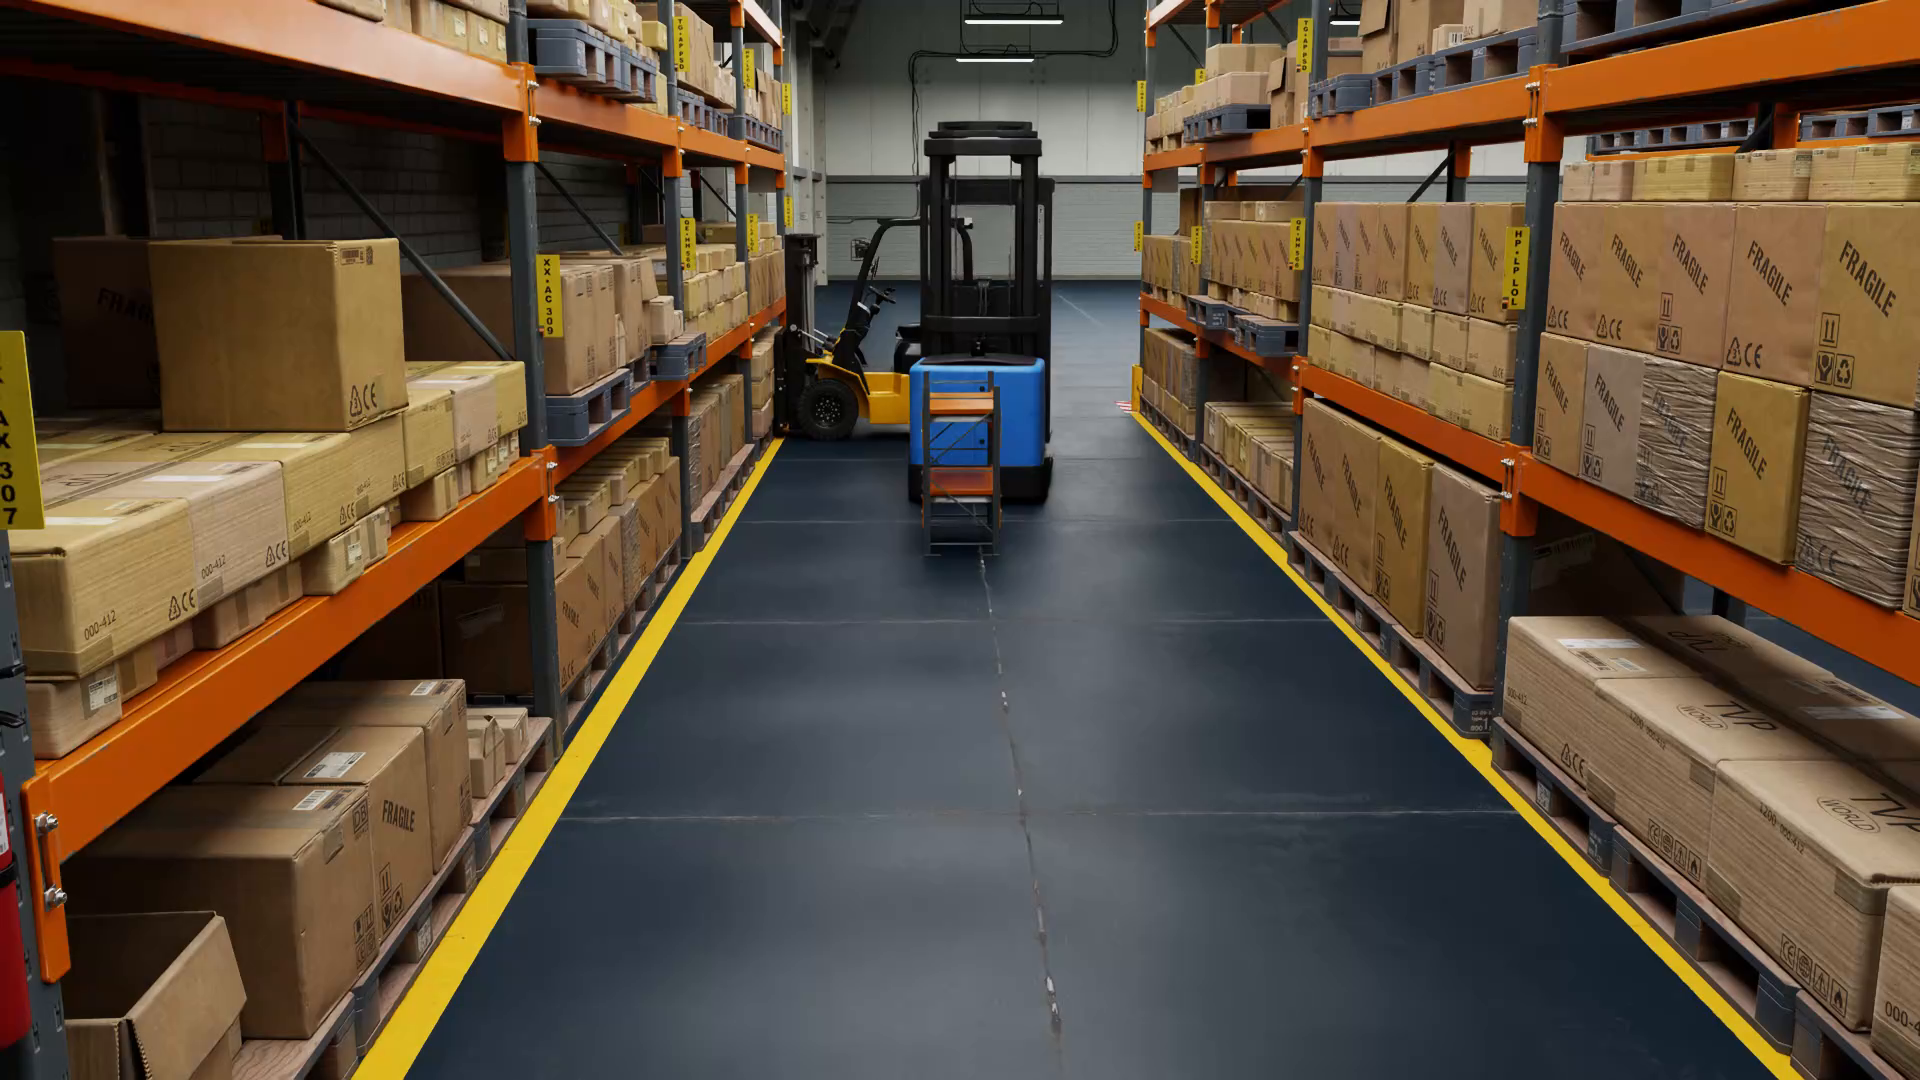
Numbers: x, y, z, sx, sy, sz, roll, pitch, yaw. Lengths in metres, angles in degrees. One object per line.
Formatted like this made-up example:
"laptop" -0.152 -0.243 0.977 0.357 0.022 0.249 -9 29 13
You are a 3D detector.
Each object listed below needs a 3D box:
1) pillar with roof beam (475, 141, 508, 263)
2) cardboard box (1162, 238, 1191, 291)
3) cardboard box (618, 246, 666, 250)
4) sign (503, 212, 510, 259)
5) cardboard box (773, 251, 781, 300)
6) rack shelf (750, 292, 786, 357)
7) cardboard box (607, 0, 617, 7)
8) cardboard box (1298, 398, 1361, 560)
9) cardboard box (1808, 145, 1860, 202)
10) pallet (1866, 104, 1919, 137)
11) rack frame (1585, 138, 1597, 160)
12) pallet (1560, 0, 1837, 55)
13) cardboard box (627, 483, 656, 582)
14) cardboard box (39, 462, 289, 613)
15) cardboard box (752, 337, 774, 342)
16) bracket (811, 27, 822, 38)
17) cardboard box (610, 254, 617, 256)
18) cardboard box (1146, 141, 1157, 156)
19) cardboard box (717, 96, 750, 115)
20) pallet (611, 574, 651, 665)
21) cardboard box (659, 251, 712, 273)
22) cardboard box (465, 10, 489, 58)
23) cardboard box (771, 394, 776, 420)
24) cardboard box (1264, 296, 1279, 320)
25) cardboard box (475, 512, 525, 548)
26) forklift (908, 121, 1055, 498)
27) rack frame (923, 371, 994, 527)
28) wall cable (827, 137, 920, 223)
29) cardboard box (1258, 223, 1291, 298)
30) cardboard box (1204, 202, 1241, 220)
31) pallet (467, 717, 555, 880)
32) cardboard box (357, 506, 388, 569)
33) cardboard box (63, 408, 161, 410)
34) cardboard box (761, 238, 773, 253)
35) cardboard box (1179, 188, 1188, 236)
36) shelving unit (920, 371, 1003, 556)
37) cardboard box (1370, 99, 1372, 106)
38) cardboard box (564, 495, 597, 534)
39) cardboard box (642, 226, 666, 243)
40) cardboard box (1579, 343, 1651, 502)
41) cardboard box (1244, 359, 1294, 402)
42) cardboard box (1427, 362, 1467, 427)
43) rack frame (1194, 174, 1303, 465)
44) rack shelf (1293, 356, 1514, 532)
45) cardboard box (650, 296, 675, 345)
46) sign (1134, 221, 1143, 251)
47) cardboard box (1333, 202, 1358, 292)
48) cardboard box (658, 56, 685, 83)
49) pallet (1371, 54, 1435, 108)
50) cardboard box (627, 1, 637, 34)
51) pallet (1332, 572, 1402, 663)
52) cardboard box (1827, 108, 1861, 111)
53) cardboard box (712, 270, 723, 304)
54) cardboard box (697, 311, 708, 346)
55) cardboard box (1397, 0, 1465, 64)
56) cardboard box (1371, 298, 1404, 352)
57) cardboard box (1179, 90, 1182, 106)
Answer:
"pillar with roof beam" 1.109 -4.554 11.373 9.100 9.000 0.400 0 11 -1
"cardboard box" 2.307 -2.746 16.552 0.500 0.500 0.500 0 11 -2
"cardboard box" -2.599 -2.329 13.610 0.380 0.149 0.250 0 11 -1
"sign" -2.822 -1.905 10.493 0.100 0.325 0.005 0 11 -1
"cardboard box" -2.158 -2.780 17.466 0.500 0.500 0.500 0 11 1
"rack shelf" -2.391 -2.181 16.574 1.077 0.370 4.000 0 11 -1
"cardboard box" -1.847 -2.610 7.912 0.380 0.149 0.250 0 11 -1
"cardboard box" 2.627 -0.389 10.218 0.875 0.875 0.875 0 11 -2
"cardboard box" 2.585 -1.005 4.569 0.380 0.149 0.250 0 11 1
"pallet" 7.550 -3.130 12.373 1.003 0.211 1.213 0 11 1
"rack frame" 7.477 -2.992 18.765 1.000 3.000 0.127 0 11 -1
"pallet" 2.785 -1.831 5.717 1.003 0.211 1.213 0 11 -1
"cardboard box" -2.030 -0.035 9.417 0.500 0.500 0.500 0 11 1
"cardboard box" -1.852 -0.014 3.714 0.500 0.250 0.500 0 11 -1
"cardboard box" -2.071 -1.886 16.658 0.500 0.250 0.500 0 11 -2
"bracket" -3.451 -12.183 39.923 0.235 0.232 0.430 0 11 -1
"cardboard box" -2.538 -1.875 11.372 0.380 0.149 0.250 0 11 -1
"cardboard box" 2.212 -4.232 17.961 0.380 0.149 0.250 0 11 -1
"cardboard box" -2.055 -3.828 14.663 0.380 0.149 0.250 0 11 0
"pallet" -2.267 0.416 8.976 1.003 0.211 1.213 0 11 -1
"cardboard box" -2.016 -2.029 12.131 0.380 0.149 0.250 0 11 0
"cardboard box" -1.880 -1.774 5.844 0.380 0.149 0.250 0 11 -1
"cardboard box" -2.081 -1.295 16.255 0.500 0.250 0.500 0 11 0
"cardboard box" 2.326 -1.612 11.534 0.380 0.149 0.250 0 11 -2
"cardboard box" -1.986 -0.062 7.172 0.380 0.149 0.250 0 11 -2
"forklift" 0.235 -2.003 14.058 1.130 2.935 3.031 1 12 5
"rack frame" -0.010 -0.651 11.939 0.500 1.125 0.032 0 11 -1
"wall cable" -2.678 -10.762 49.782 3.097 2.526 0.112 0 11 -1
"cardboard box" 2.387 -1.954 11.592 0.500 0.500 0.500 0 11 -2
"cardboard box" 2.269 -2.780 14.033 0.380 0.149 0.250 0 11 -1
"pallet" -2.171 0.958 6.308 1.003 0.211 1.213 0 11 -1
"cardboard box" -1.837 -0.002 4.658 0.380 0.149 0.250 0 11 0
"cardboard box" -2.418 -0.316 5.201 0.500 0.250 0.500 0 11 0
"cardboard box" -2.094 -2.975 16.797 0.380 0.149 0.250 0 11 -1
"cardboard box" 2.759 -3.536 17.931 0.700 0.500 0.500 -1 11 -3
"shelving unit" 0.000 -0.550 11.441 0.538 1.125 1.048 0 11 -1
"cardboard box" 2.479 -2.770 10.758 0.380 0.149 0.250 0 11 -1
"cardboard box" -2.013 -0.127 8.238 0.380 0.149 0.250 0 11 -1
"cardboard box" -2.658 -2.711 14.745 0.380 0.149 0.250 0 11 -1
"cardboard box" 2.532 -0.421 5.840 0.500 0.500 0.500 0 11 -1
"cardboard box" 2.871 -1.501 15.387 0.500 0.500 0.500 0 11 2
"cardboard box" 2.507 -0.683 7.756 0.500 0.250 0.500 0 11 -2
"rack frame" 2.613 -2.157 14.647 1.000 3.000 0.127 0 11 -1
"rack shelf" 2.737 -0.612 8.839 1.077 0.370 4.000 0 11 -1
"cardboard box" -1.922 -1.265 9.569 0.500 0.250 0.500 -1 11 -4
"sign" 1.988 -3.374 18.469 0.100 0.325 0.005 0 11 -1
"cardboard box" 2.481 -1.703 9.644 0.500 0.500 0.500 0 11 -1
"cardboard box" -1.971 -3.022 10.644 0.380 0.166 0.250 0 11 -1
"pallet" 2.788 -2.389 8.722 1.003 0.211 1.213 0 11 1
"cardboard box" -1.945 -2.803 8.915 0.380 0.149 0.250 0 11 -2
"pallet" 2.659 0.404 9.038 1.003 0.211 1.213 0 11 -1
"cardboard box" 7.323 -3.735 13.913 0.258 0.266 0.396 0 11 -2
"cardboard box" -2.070 -1.906 12.532 0.500 0.250 0.500 0 11 0
"cardboard box" -2.037 -1.456 11.571 0.500 0.250 0.500 0 11 -2
"cardboard box" 2.906 -2.891 9.411 0.700 0.500 0.500 -1 11 -4
"cardboard box" 2.464 -1.129 8.699 0.500 0.250 0.500 0 11 0
"cardboard box" 2.294 -4.214 15.870 0.380 0.149 0.250 0 11 0
